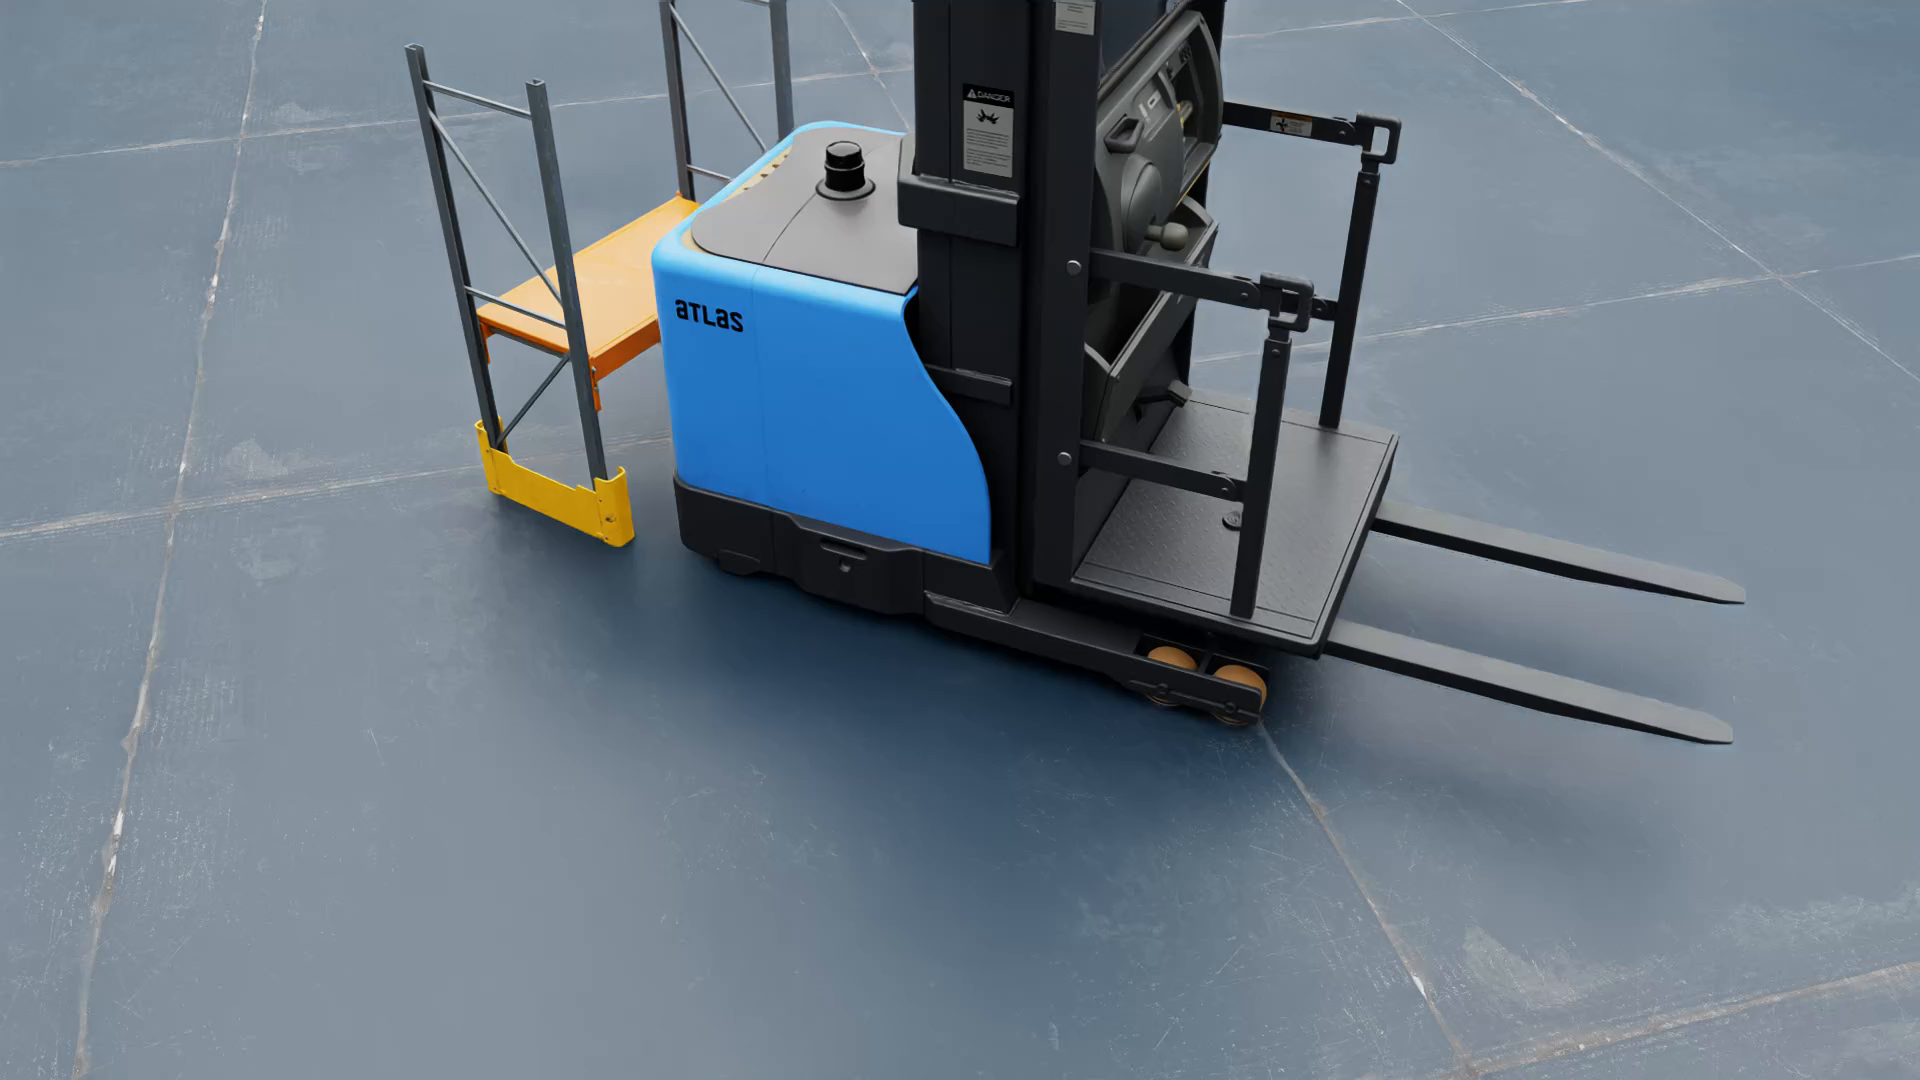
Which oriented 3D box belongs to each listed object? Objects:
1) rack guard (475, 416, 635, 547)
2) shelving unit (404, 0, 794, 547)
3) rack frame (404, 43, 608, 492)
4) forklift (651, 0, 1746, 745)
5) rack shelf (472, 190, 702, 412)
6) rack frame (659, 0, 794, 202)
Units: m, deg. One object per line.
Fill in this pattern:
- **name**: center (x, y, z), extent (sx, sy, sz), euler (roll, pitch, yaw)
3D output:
- **rack guard**: center (-1.291, -0.192, 5.295), extent (0.587, 0.250, 0.087), euler (22, 42, 26)
- **shelving unit**: center (-1.020, -0.942, 5.247), extent (0.587, 1.500, 1.083), euler (22, 42, 26)
- **rack frame**: center (-1.302, -0.678, 4.902), extent (0.500, 1.500, 0.032), euler (22, 42, 26)
- **forklift**: center (0.698, -1.022, 4.174), extent (3.031, 2.935, 1.130), euler (15, 40, 18)
- **rack shelf**: center (-1.025, -0.795, 5.350), extent (0.538, 0.185, 1.000), euler (22, 42, 26)
- **rack frame**: center (-0.749, -1.197, 5.580), extent (0.500, 1.500, 0.032), euler (22, 42, 26)
